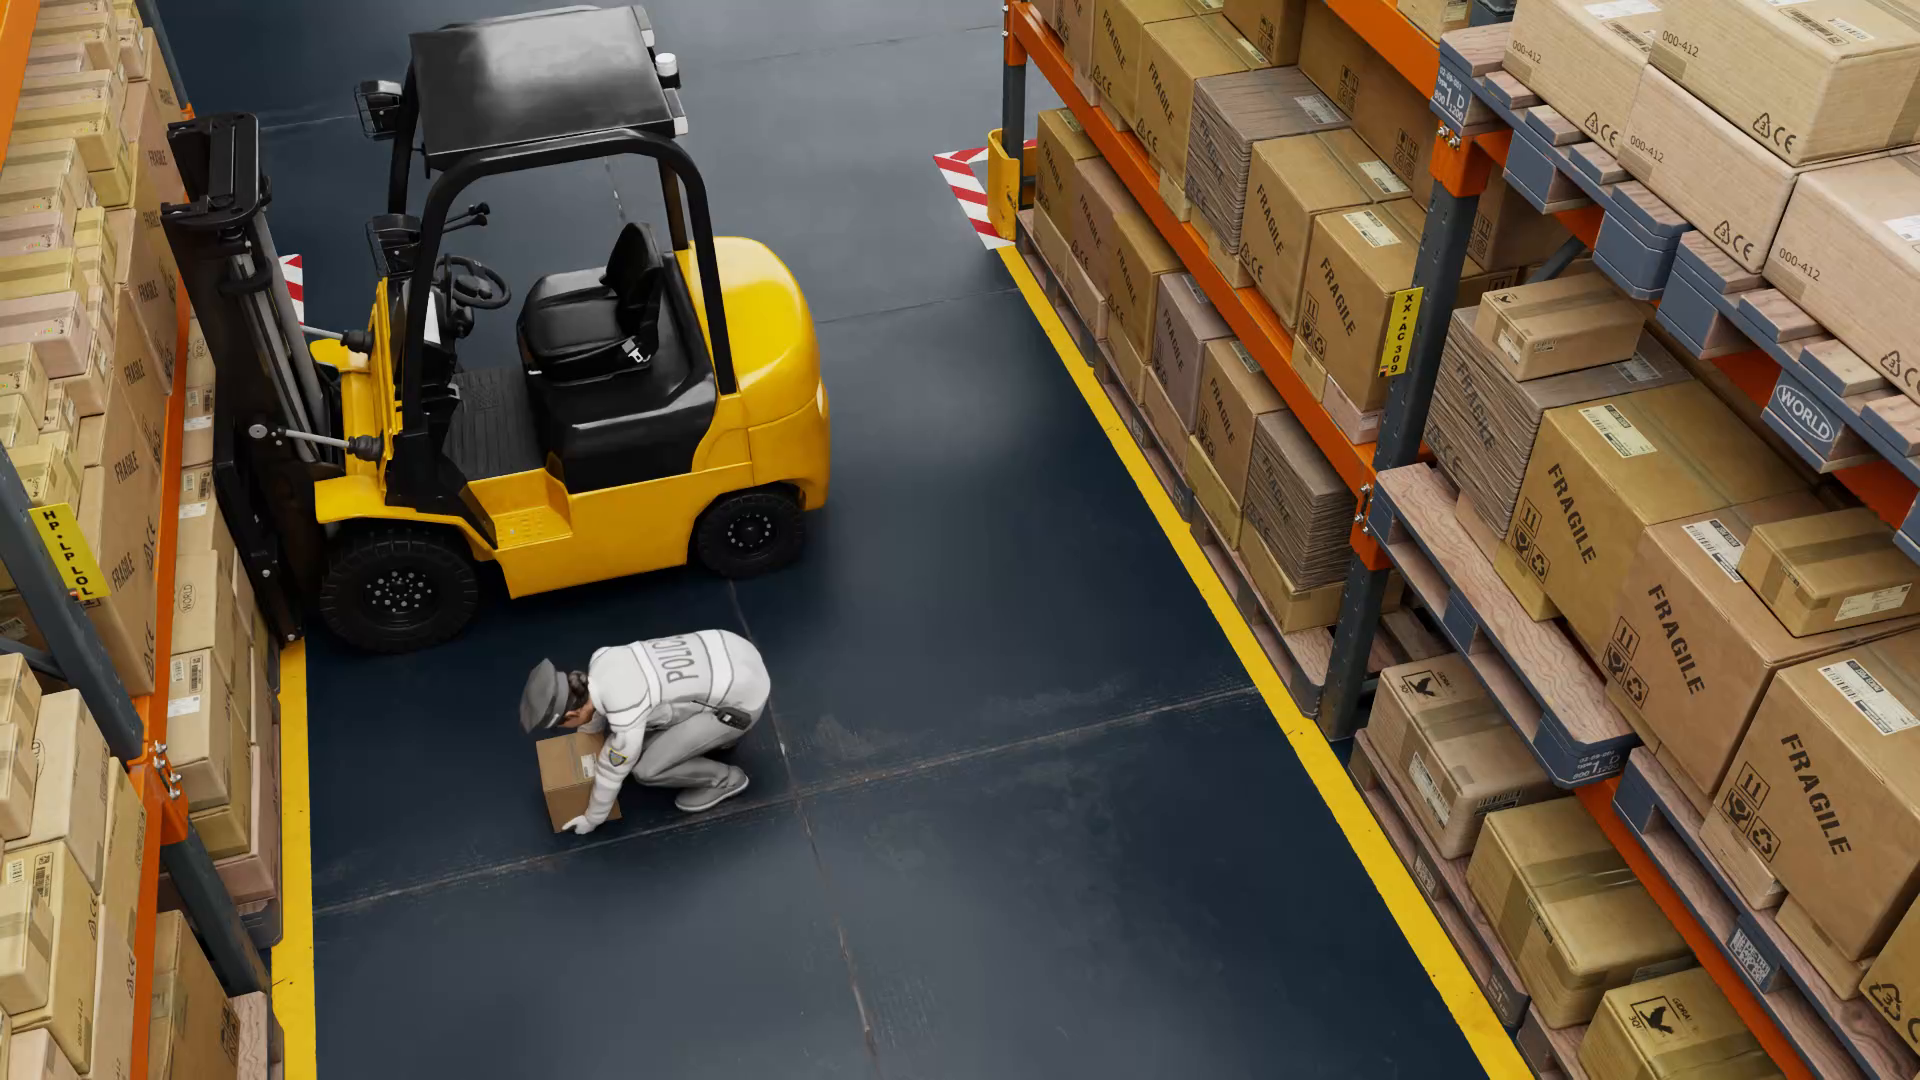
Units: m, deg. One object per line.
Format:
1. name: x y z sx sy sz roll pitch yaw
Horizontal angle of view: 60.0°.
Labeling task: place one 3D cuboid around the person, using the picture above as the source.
1. person: -1.142 0.666 6.127 0.902 0.808 0.462 -13 44 -14
